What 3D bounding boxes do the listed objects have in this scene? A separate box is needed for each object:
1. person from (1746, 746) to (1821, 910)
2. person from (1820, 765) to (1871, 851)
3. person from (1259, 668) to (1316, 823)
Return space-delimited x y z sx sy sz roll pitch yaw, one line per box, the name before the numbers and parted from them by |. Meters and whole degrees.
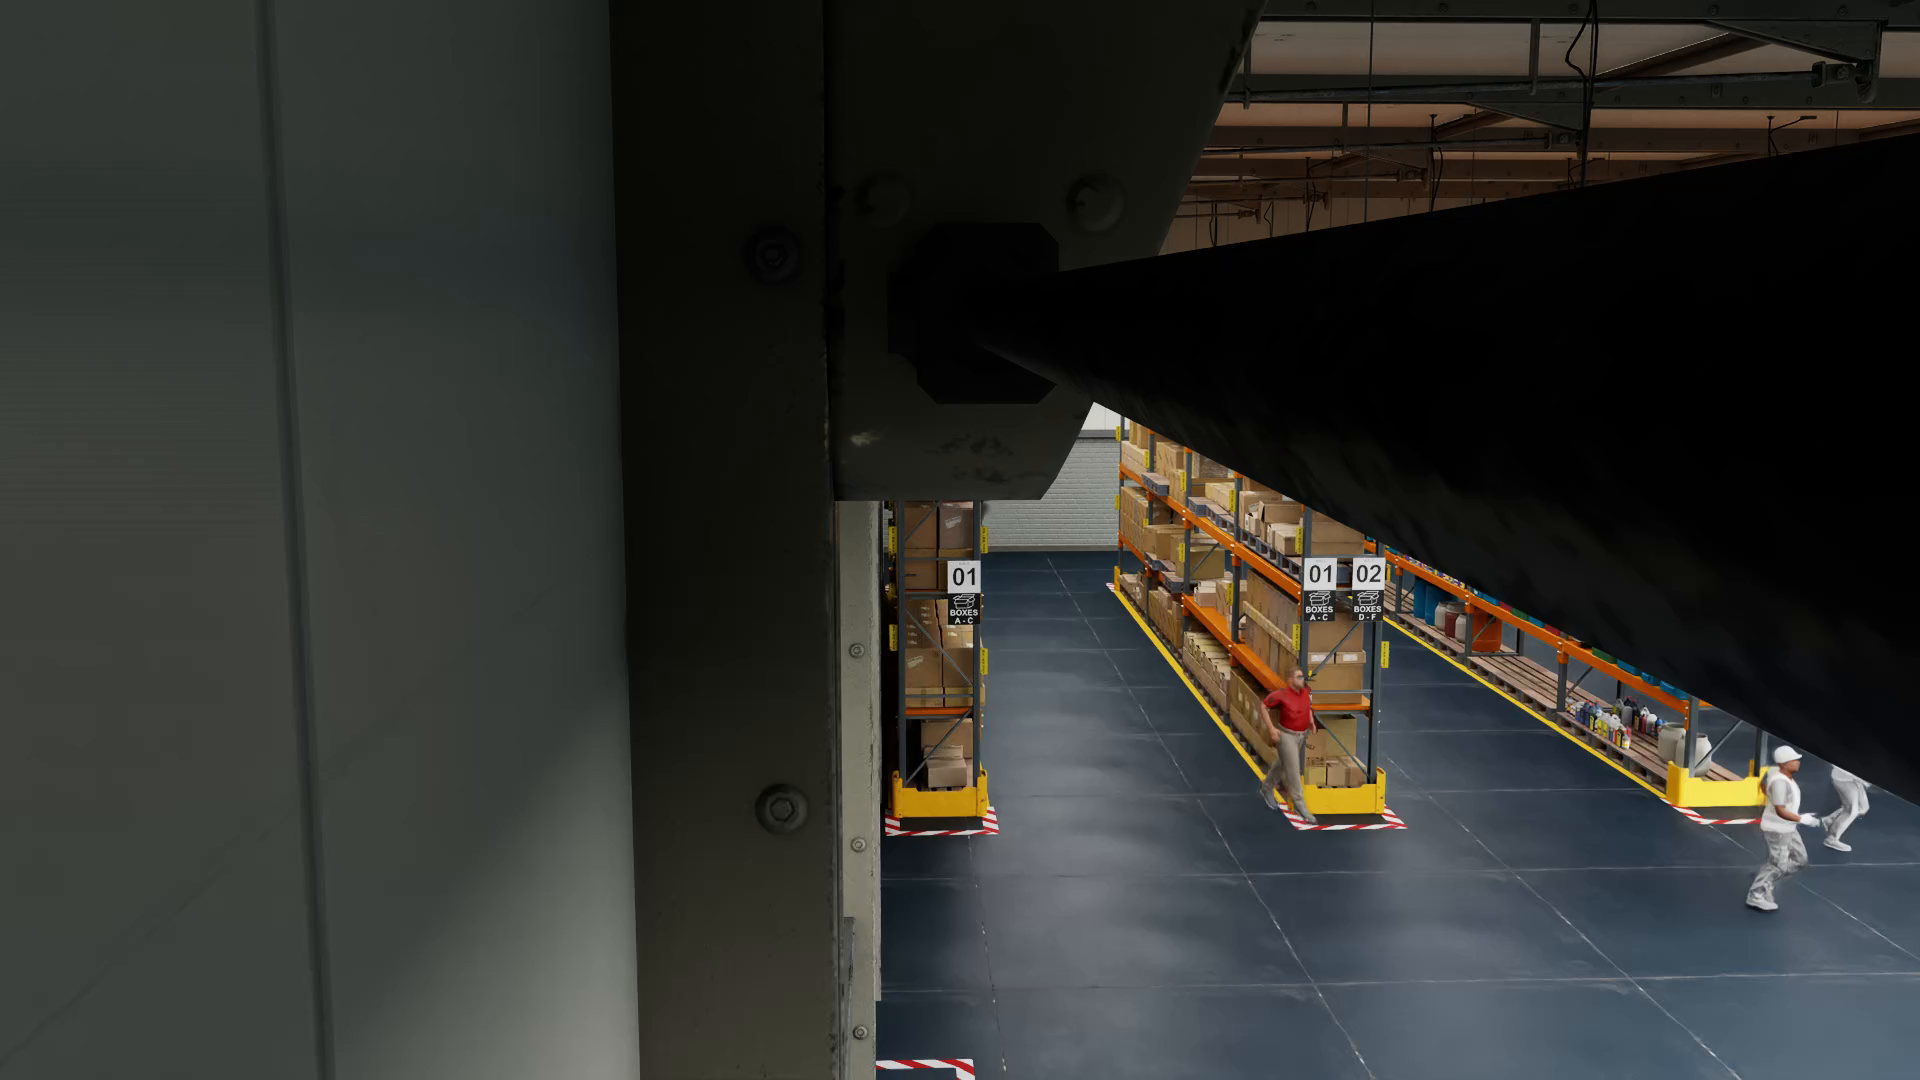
person | 8.563 2.982 17.238 0.636 1.738 0.721 5 9 29
person | 10.255 2.767 19.217 0.490 1.663 0.625 4 9 28
person | 3.929 2.381 19.719 0.679 1.767 0.894 -8 11 -43
